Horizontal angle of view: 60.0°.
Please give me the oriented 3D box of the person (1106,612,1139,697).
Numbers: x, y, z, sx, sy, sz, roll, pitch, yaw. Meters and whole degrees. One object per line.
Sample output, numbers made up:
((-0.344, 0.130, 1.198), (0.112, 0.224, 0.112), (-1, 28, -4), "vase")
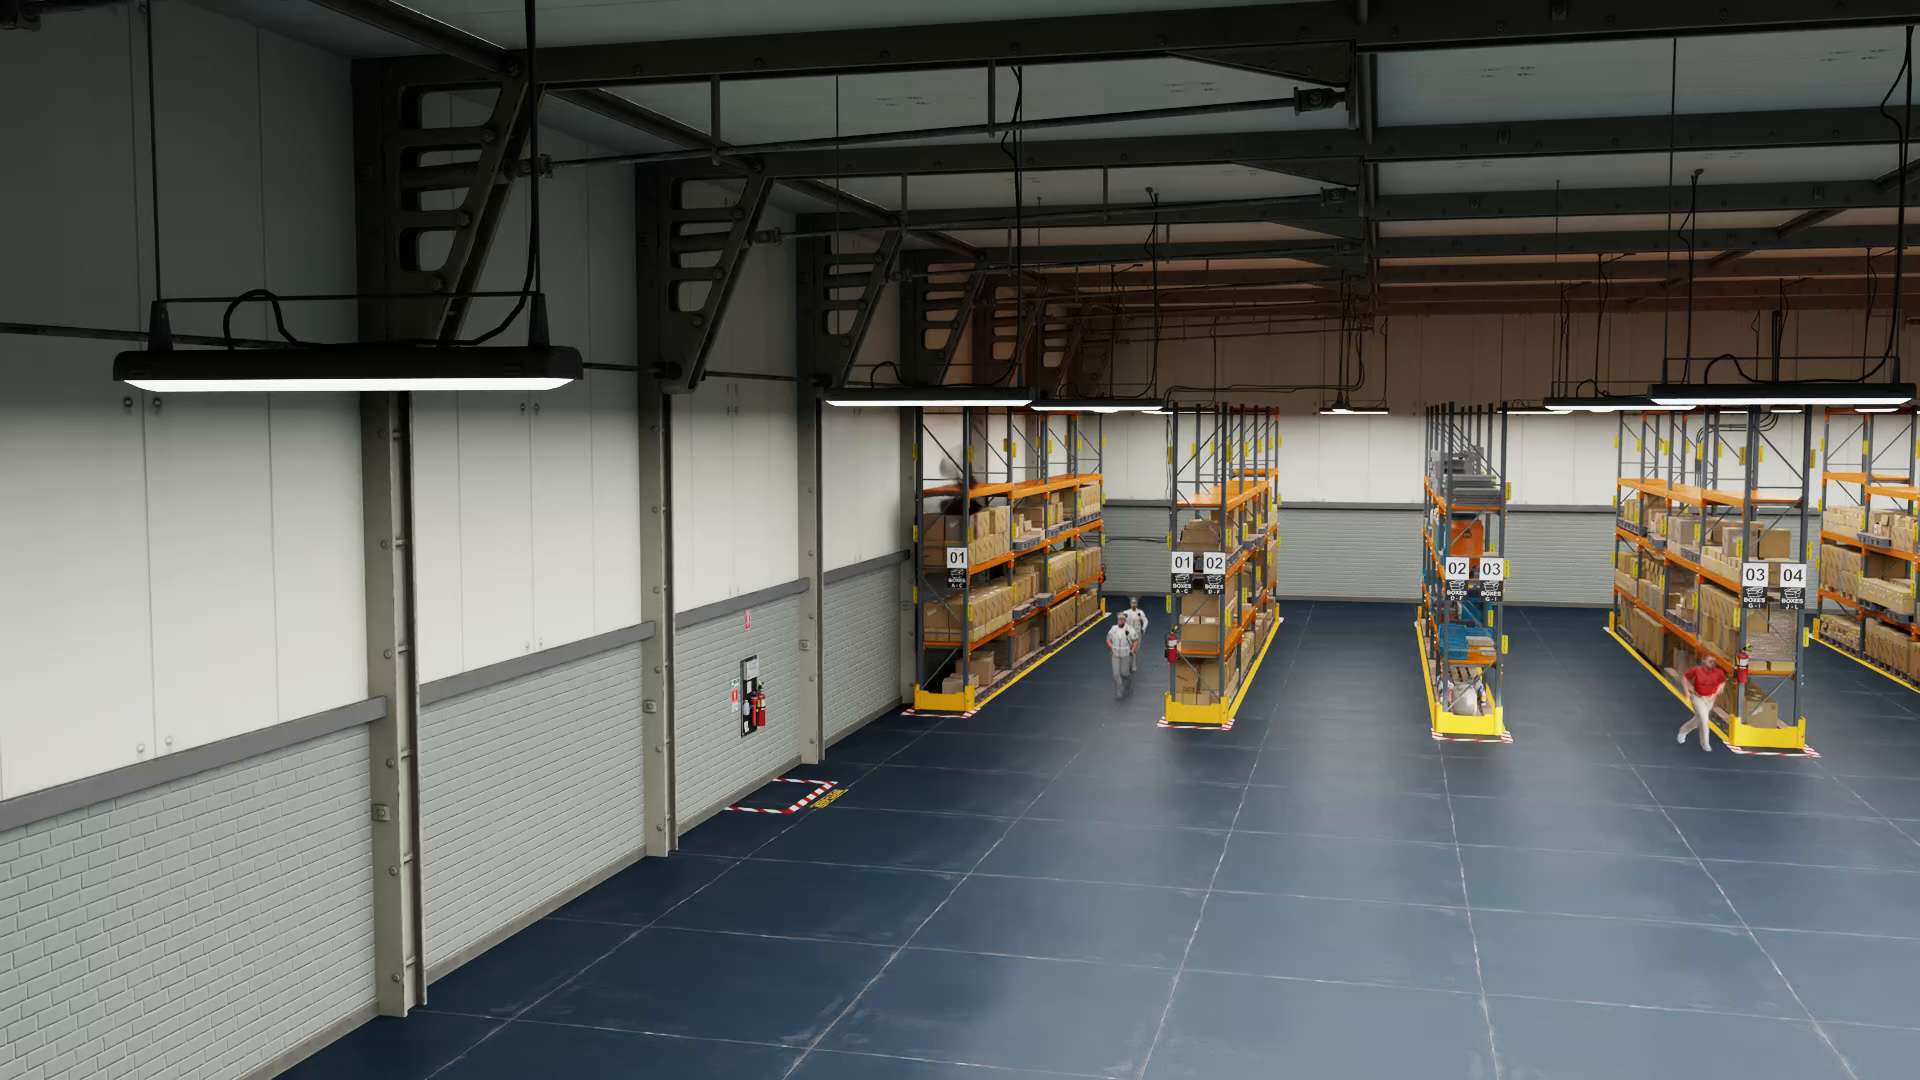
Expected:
((3.319, 2.343, 34.155), (0.665, 1.746, 0.603), (1, 4, 16), "person")

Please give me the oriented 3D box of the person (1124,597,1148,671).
((3.953, 2.111, 37.671), (0.625, 1.654, 0.723), (0, 4, 7), "person")

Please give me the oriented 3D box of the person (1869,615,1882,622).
((23.877, 1.598, 43.721), (0.695, 1.742, 0.989), (-2, 5, -27), "person")

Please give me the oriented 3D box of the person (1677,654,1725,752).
((12.847, 2.789, 28.863), (0.665, 1.706, 0.849), (0, 4, -4), "person")
